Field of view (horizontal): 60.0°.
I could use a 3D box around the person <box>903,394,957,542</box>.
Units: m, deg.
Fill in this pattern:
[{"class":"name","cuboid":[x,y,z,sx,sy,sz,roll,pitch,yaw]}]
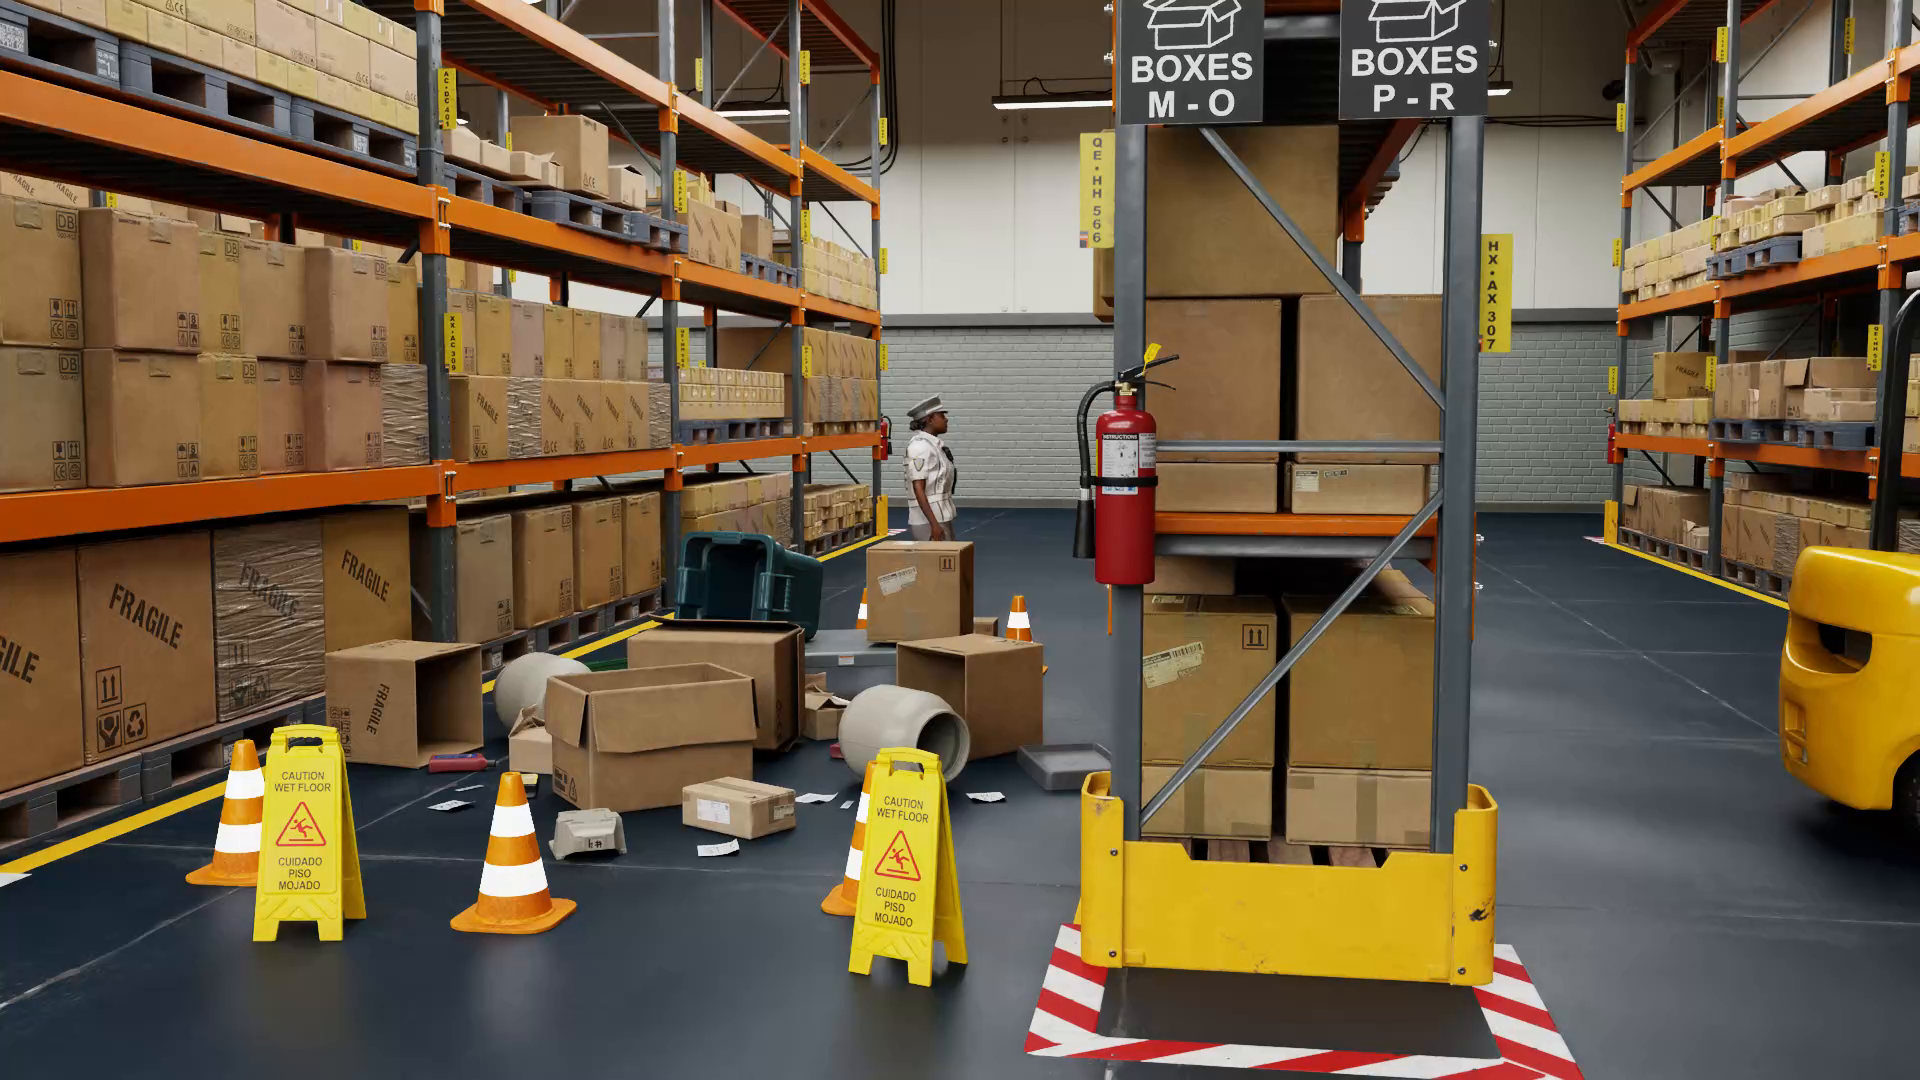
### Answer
[{"class":"person","cuboid":[-0.099,-0.088,10.676,0.528,1.697,0.570,1,5,9]}]
